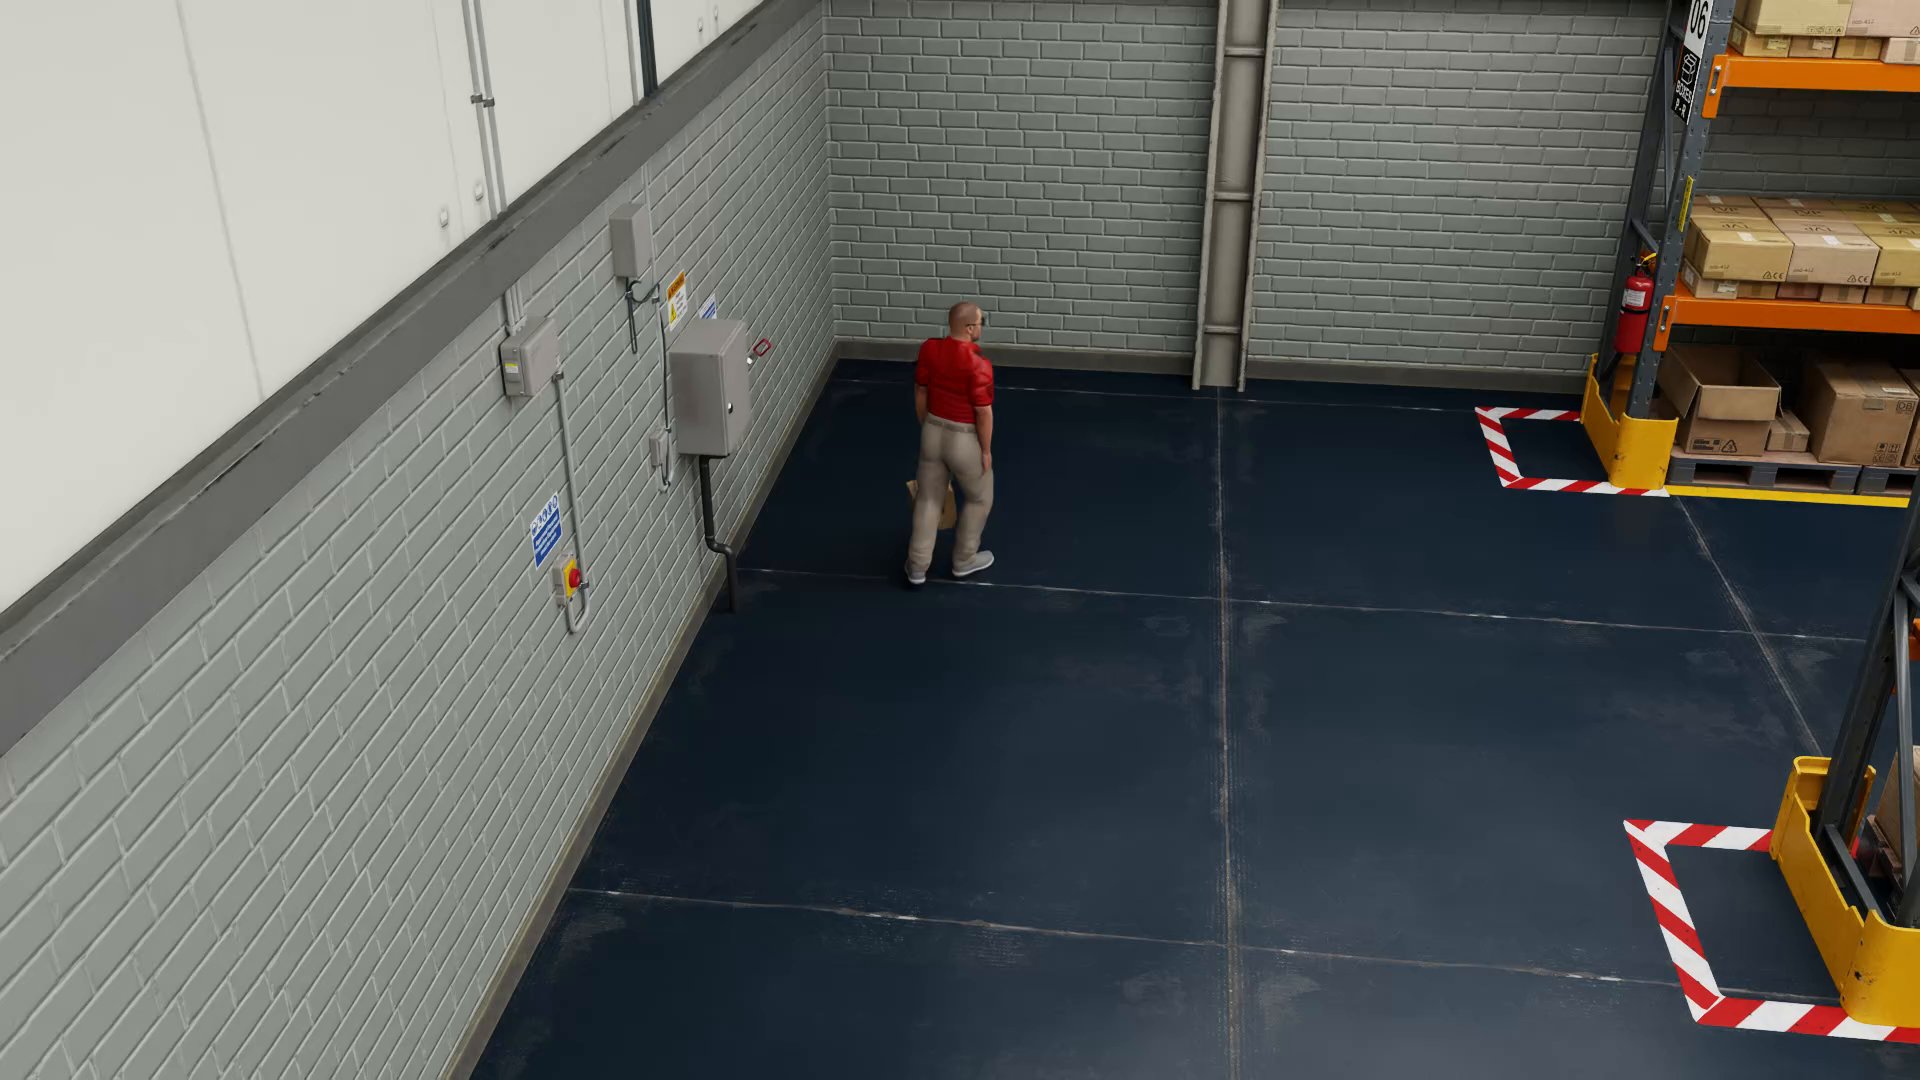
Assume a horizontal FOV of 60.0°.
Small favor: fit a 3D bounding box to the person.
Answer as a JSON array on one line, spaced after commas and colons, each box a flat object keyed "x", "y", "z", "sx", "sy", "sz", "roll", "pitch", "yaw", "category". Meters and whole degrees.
[{"x": -0.049, "y": -0.552, "z": 9.673, "sx": 0.551, "sy": 1.713, "sz": 0.592, "roll": 17, "pitch": 33, "yaw": 29, "category": "person"}]
